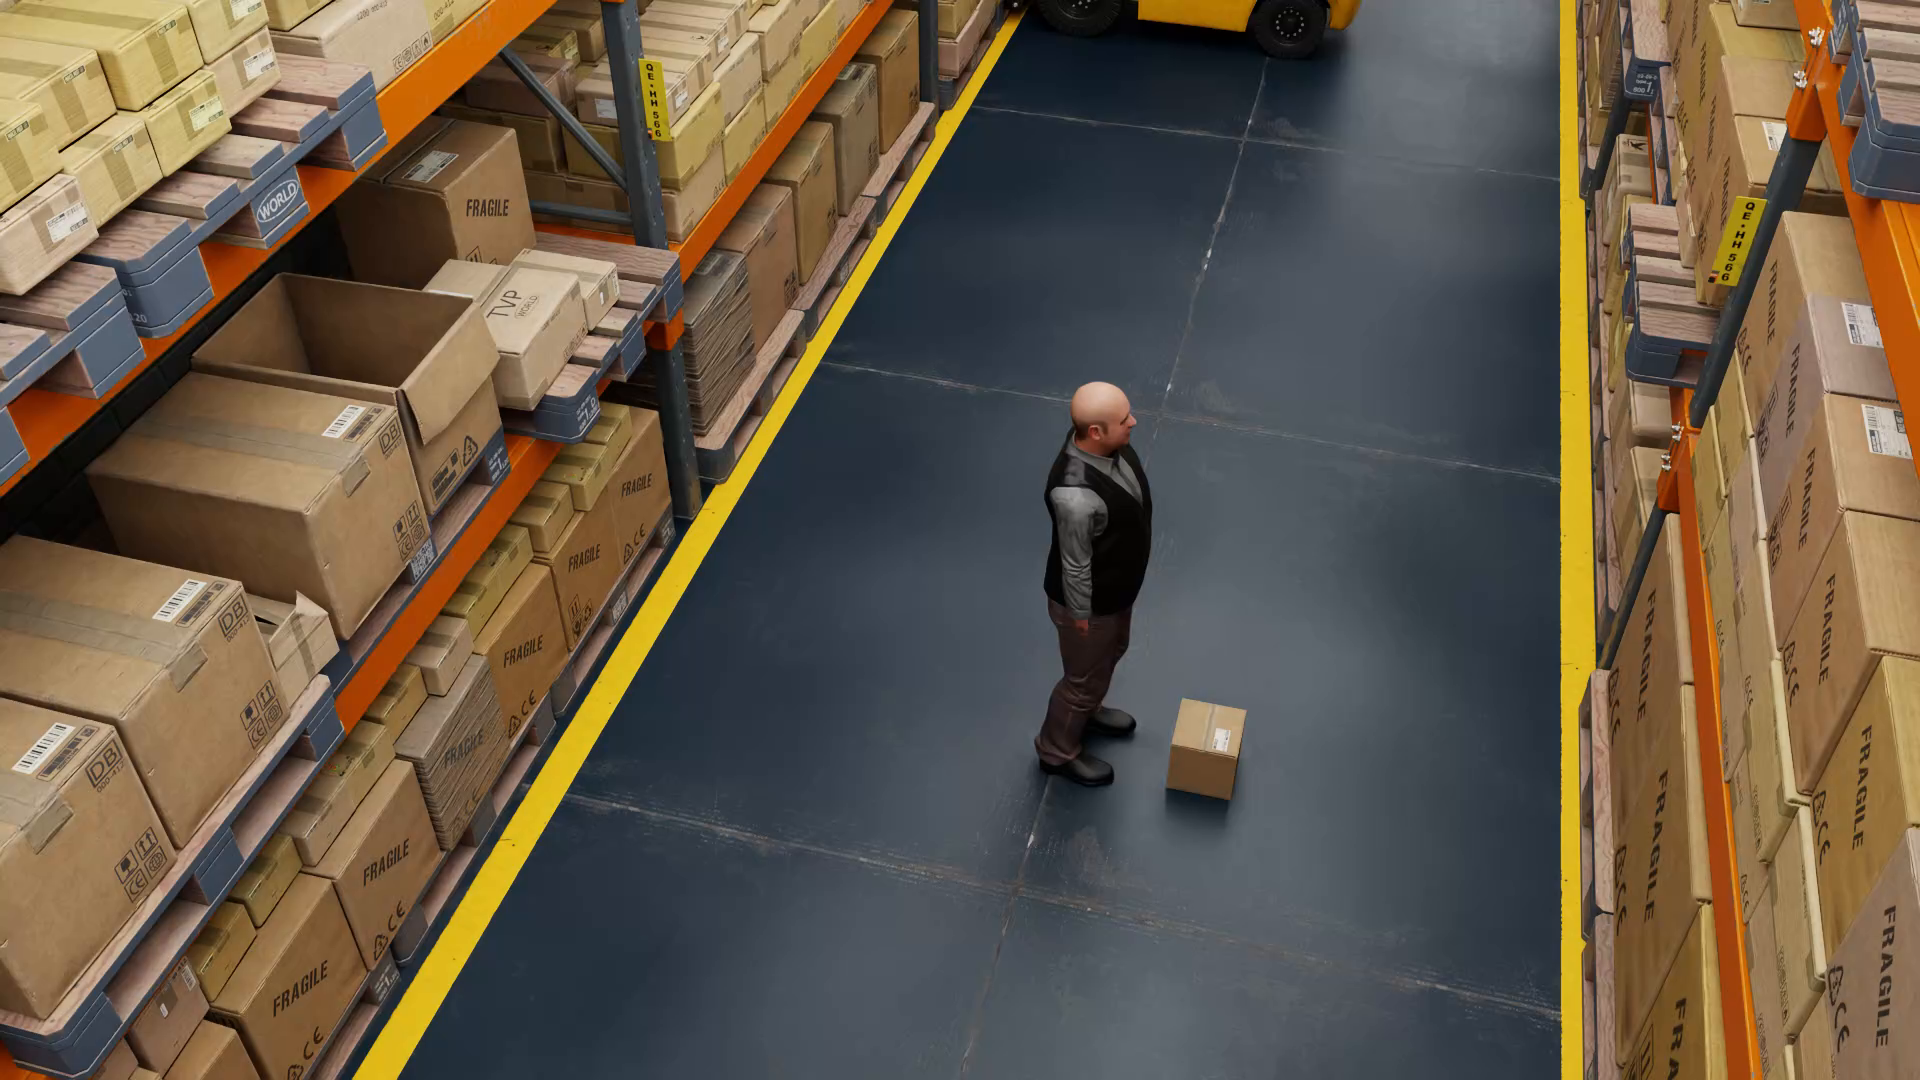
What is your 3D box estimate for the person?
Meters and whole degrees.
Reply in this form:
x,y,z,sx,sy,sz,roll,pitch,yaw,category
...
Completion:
x,y,z,sx,sy,sz,roll,pitch,yaw,category
0.495,0.153,6.004,0.355,1.716,0.531,11,42,12,person
